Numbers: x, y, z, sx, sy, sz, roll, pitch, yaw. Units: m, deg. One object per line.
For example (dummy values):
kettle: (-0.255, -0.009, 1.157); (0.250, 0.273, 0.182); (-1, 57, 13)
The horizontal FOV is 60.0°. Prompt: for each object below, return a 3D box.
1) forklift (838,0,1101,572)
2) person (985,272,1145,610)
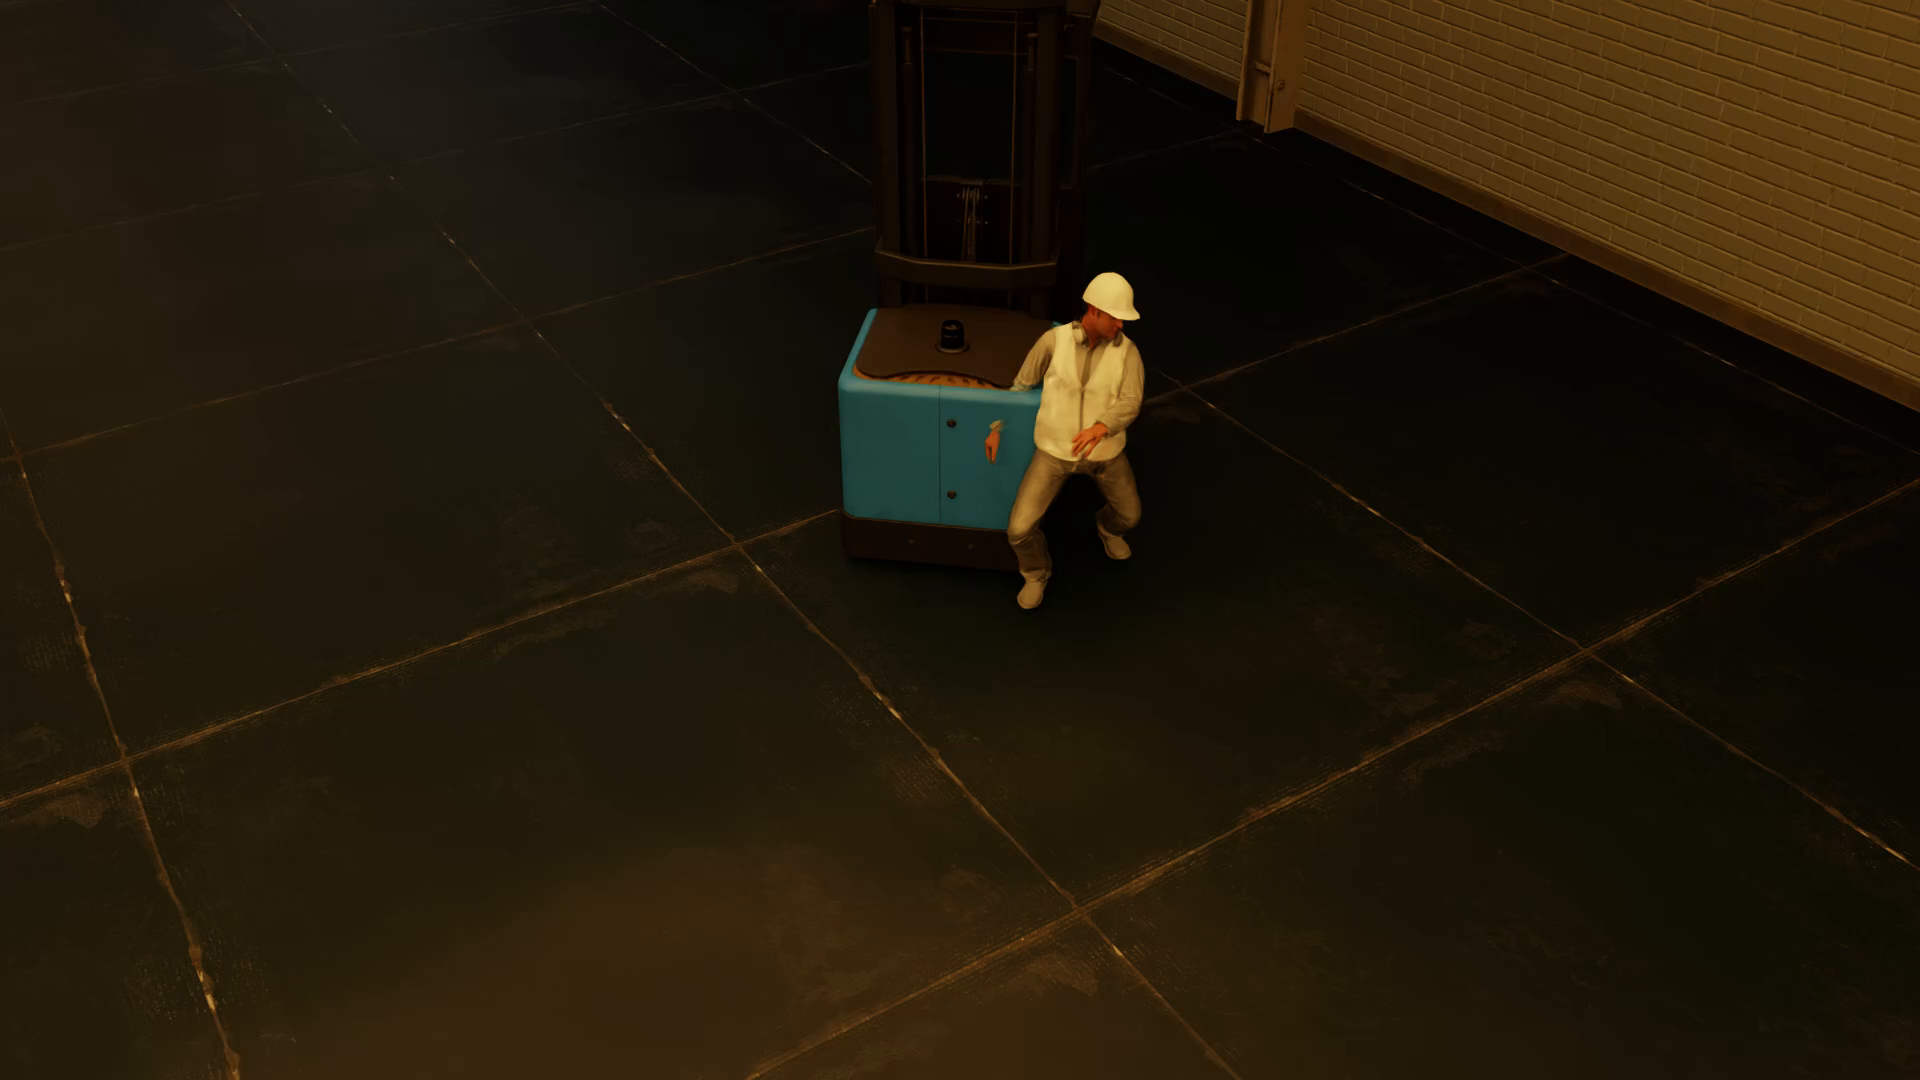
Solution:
forklift: (0.137, -1.874, 8.815); (1.130, 2.935, 3.031); (5, 35, 7)
person: (0.510, -0.448, 7.905); (0.781, 1.629, 0.840); (-1, 35, -2)
